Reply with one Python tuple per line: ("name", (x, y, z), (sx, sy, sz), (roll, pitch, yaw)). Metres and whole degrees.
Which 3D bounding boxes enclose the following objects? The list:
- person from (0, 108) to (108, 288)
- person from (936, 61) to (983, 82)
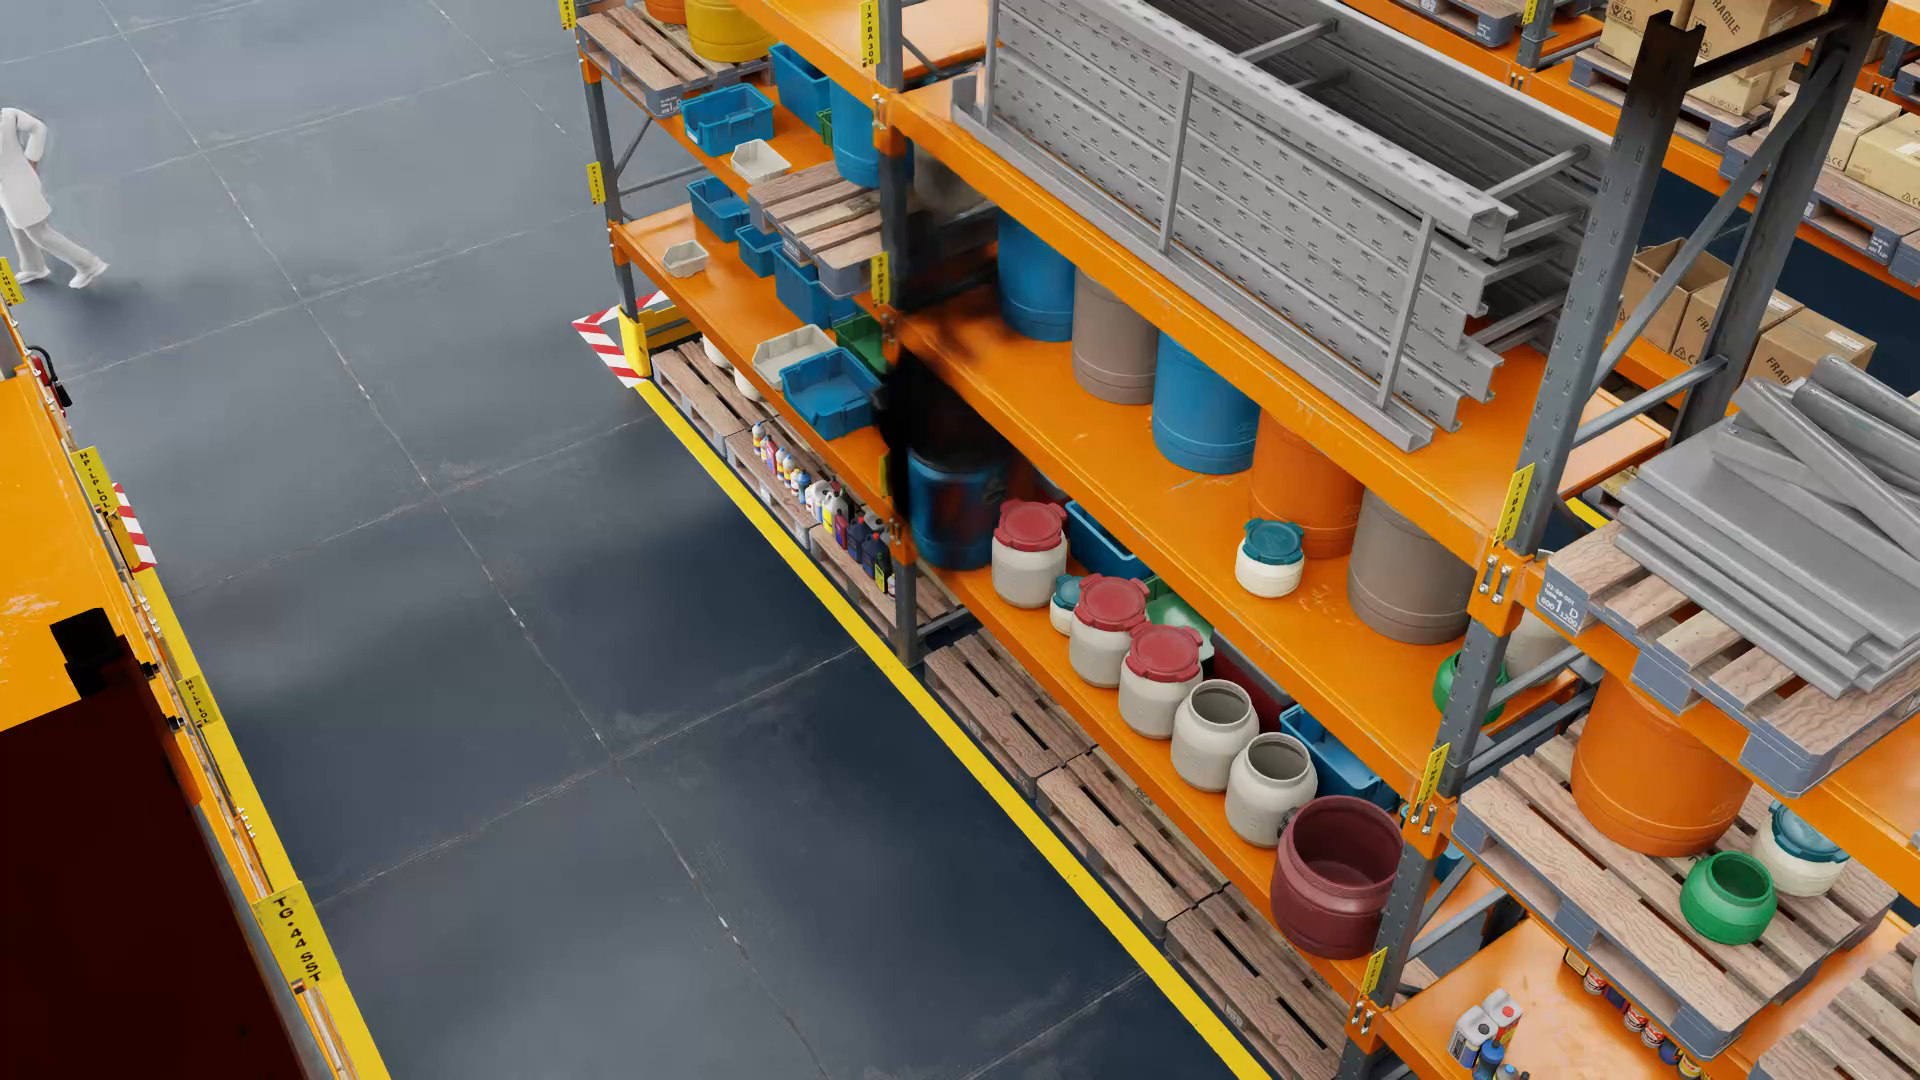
("person", (-7.611, -2.814, 13.503), (0.911, 1.822, 0.706), (-3, 43, -3))
("person", (-0.062, -4.939, 15.852), (0.614, 1.737, 0.694), (-6, 43, -7))
